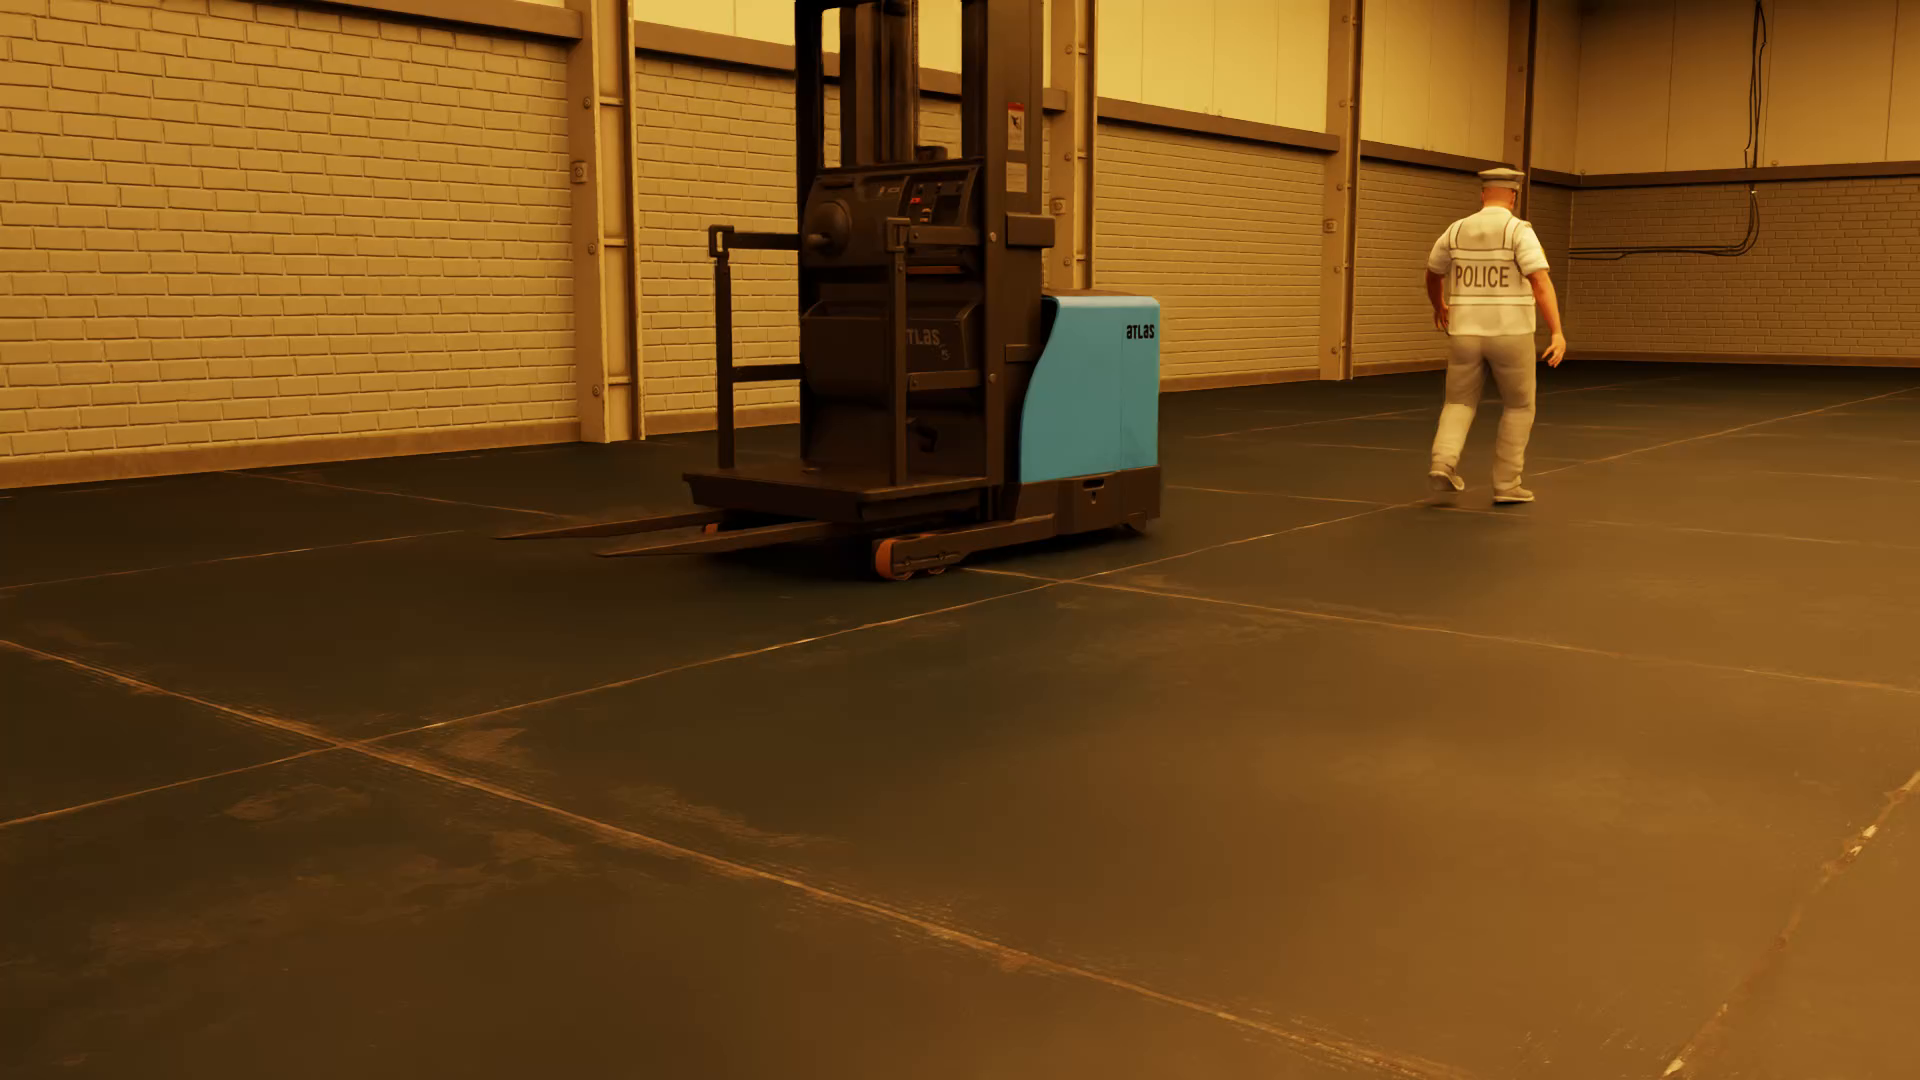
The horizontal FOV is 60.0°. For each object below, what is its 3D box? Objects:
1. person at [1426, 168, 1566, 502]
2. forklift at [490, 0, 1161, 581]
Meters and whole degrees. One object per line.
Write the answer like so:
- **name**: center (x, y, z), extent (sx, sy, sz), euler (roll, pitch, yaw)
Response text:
- **person**: center (2.768, -1.047, 8.623), extent (0.870, 1.730, 0.680), euler (7, 11, 38)
- **forklift**: center (-0.432, -1.374, 6.674), extent (1.130, 2.935, 3.031), euler (7, 11, 41)
